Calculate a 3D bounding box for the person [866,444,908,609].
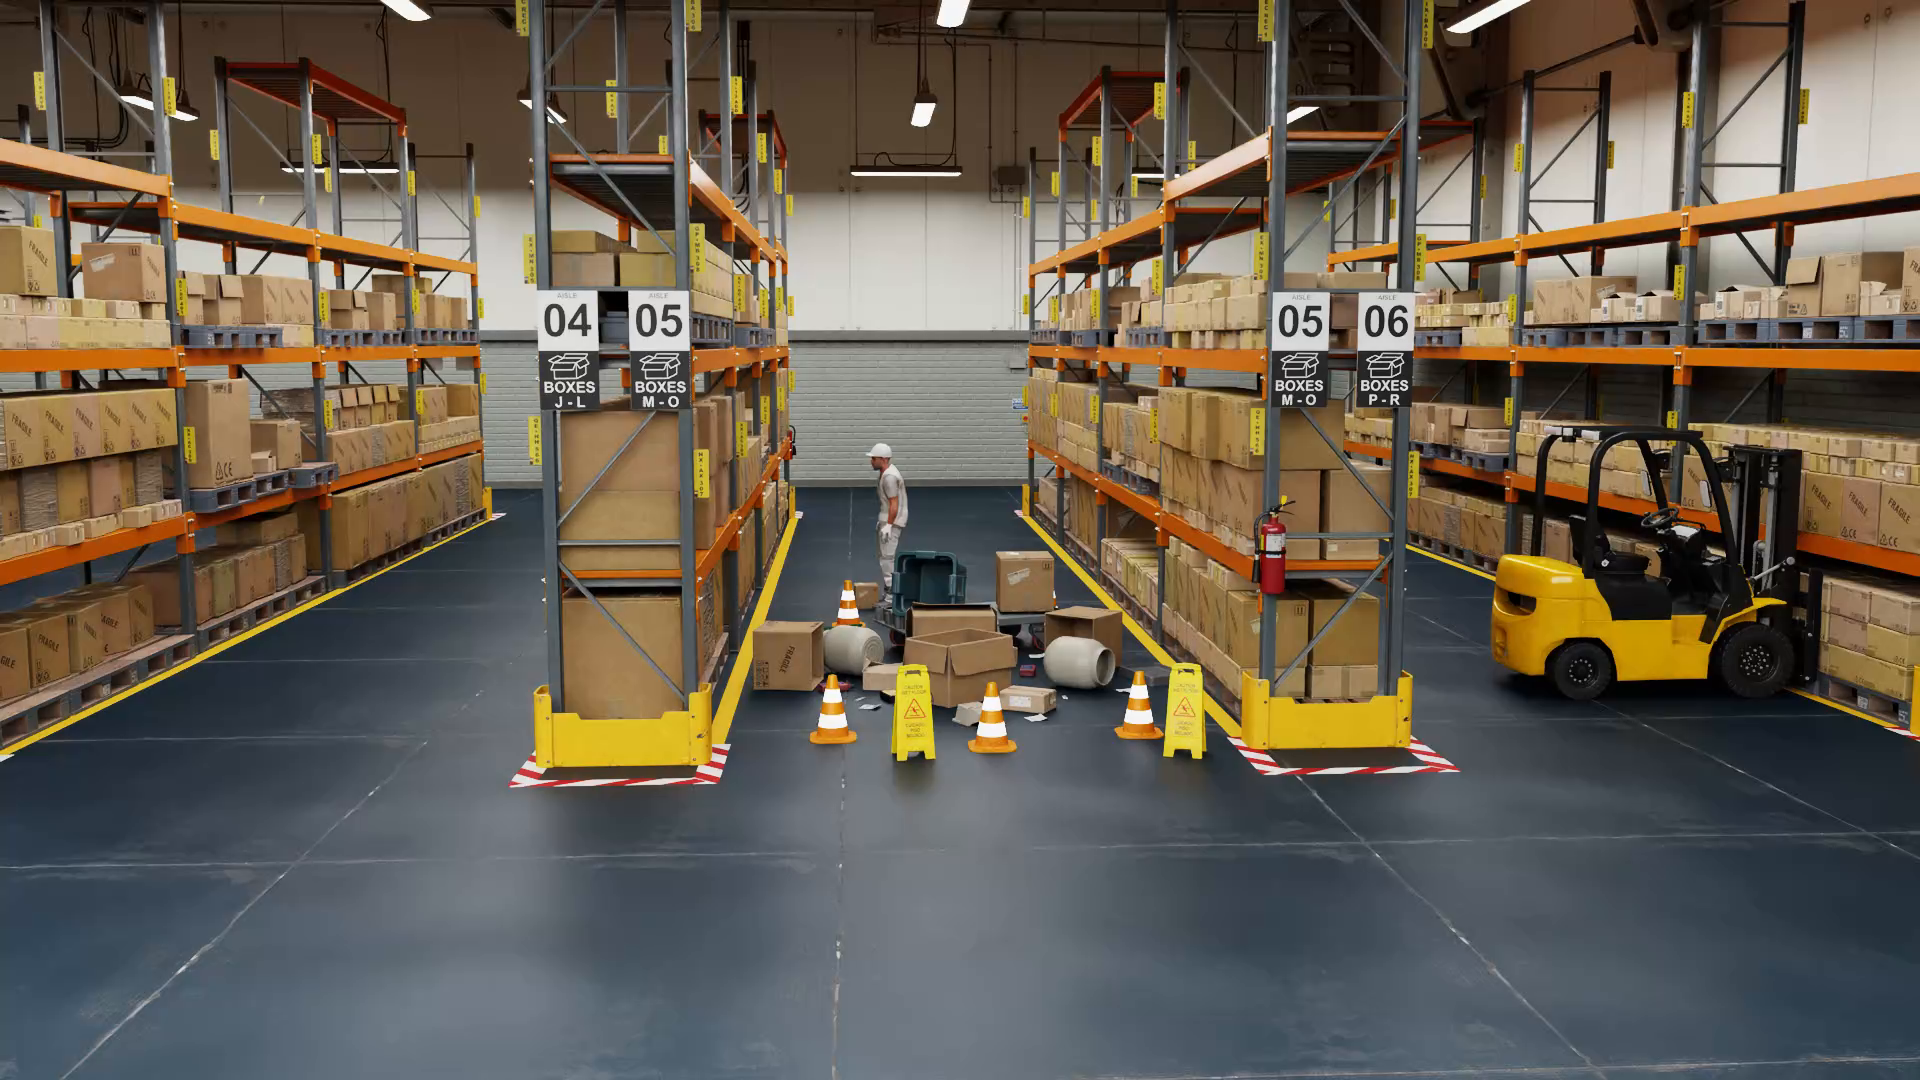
[{"bbox_3d":[-0.792,-0.154,17.969,0.446,1.780,0.620,-1,7,-7],"label":"person"}]
